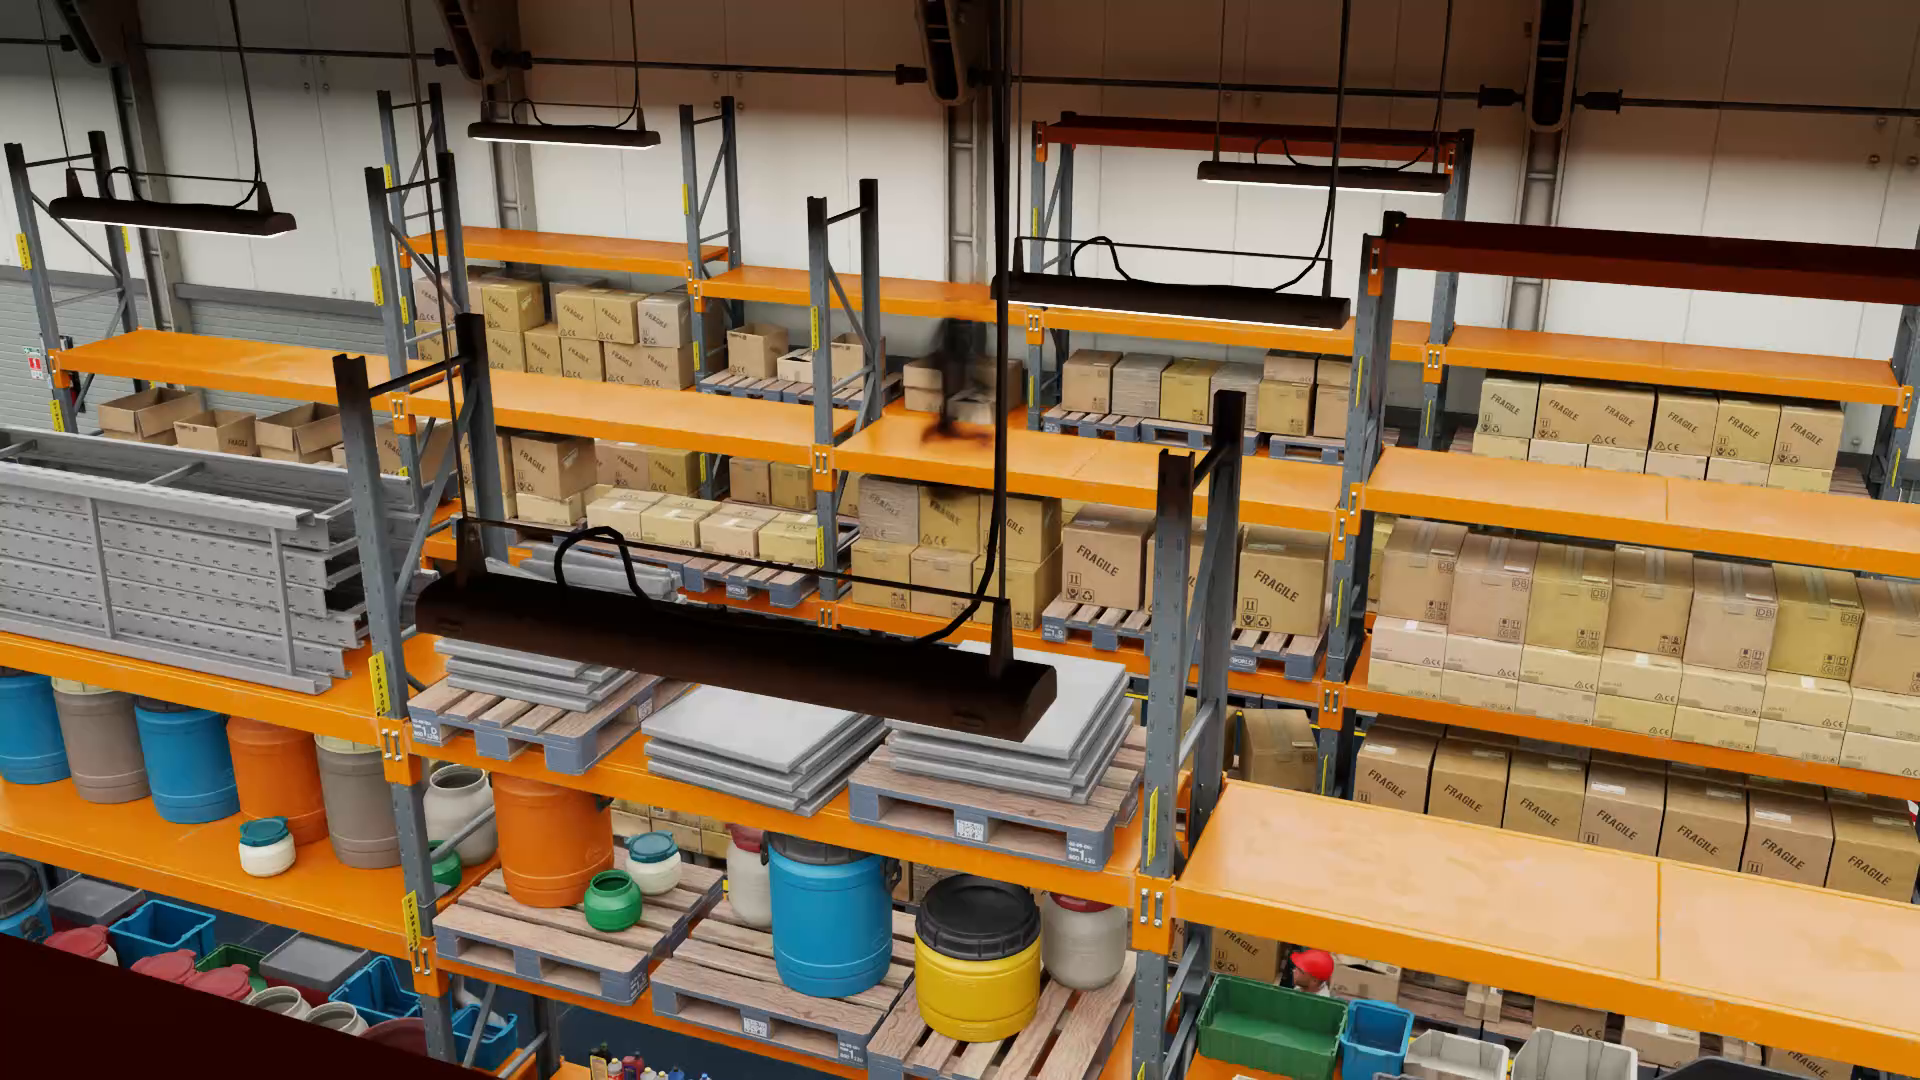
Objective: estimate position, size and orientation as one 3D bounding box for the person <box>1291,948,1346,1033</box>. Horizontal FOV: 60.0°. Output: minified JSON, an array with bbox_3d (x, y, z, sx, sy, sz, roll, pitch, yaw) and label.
[{"bbox_3d":[2.245,3.447,10.803,0.782,1.839,0.640,4,21,11],"label":"person"}]

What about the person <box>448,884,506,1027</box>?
[{"bbox_3d":[-3.687,2.999,12.152,0.843,1.714,0.568,11,24,27],"label":"person"}]
